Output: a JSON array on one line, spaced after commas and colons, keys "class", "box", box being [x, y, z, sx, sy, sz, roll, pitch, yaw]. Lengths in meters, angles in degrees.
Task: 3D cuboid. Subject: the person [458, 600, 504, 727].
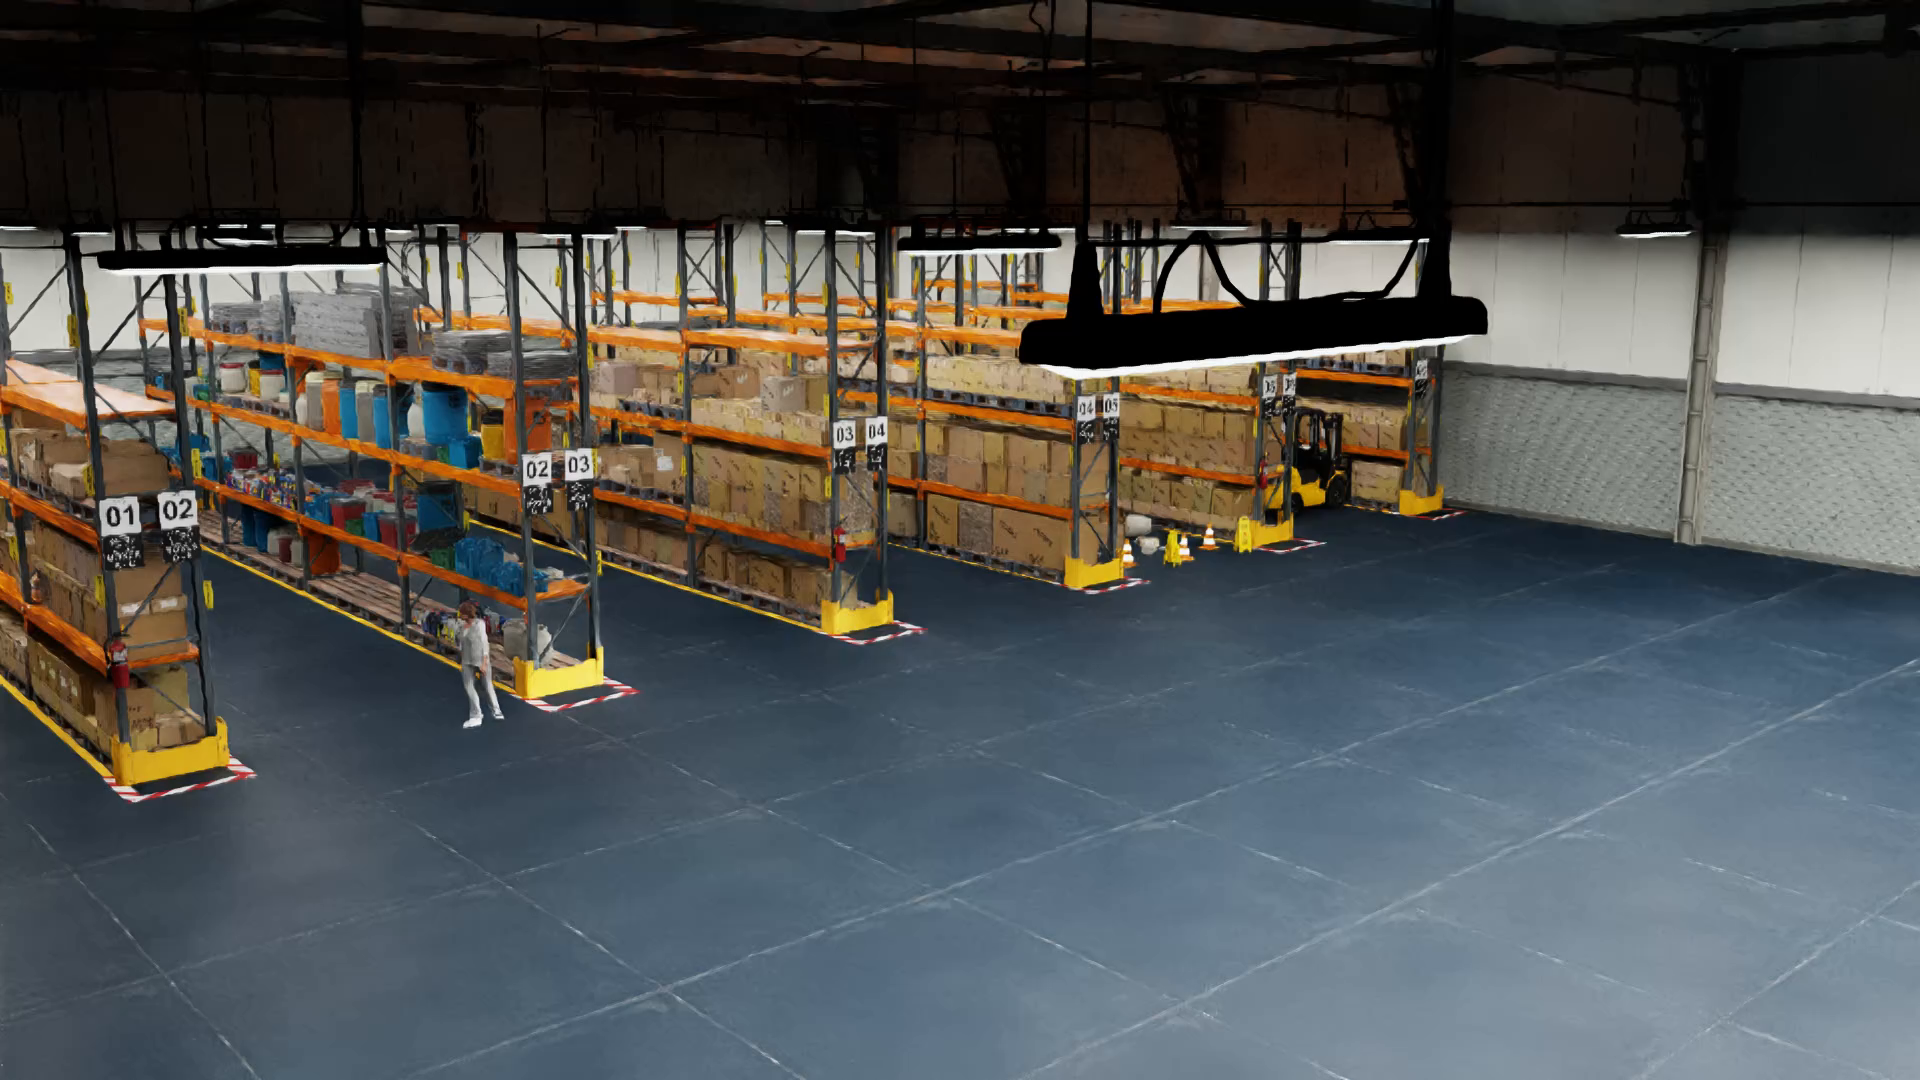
[{"class": "person", "box": [-5.932, 1.492, 20.486, 0.463, 1.581, 0.552, 3, 12, 15]}]

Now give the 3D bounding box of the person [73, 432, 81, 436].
[{"class": "person", "box": [-18.406, -1.438, 34.773, 0.543, 1.648, 1.114, -9, 14, -38]}]
